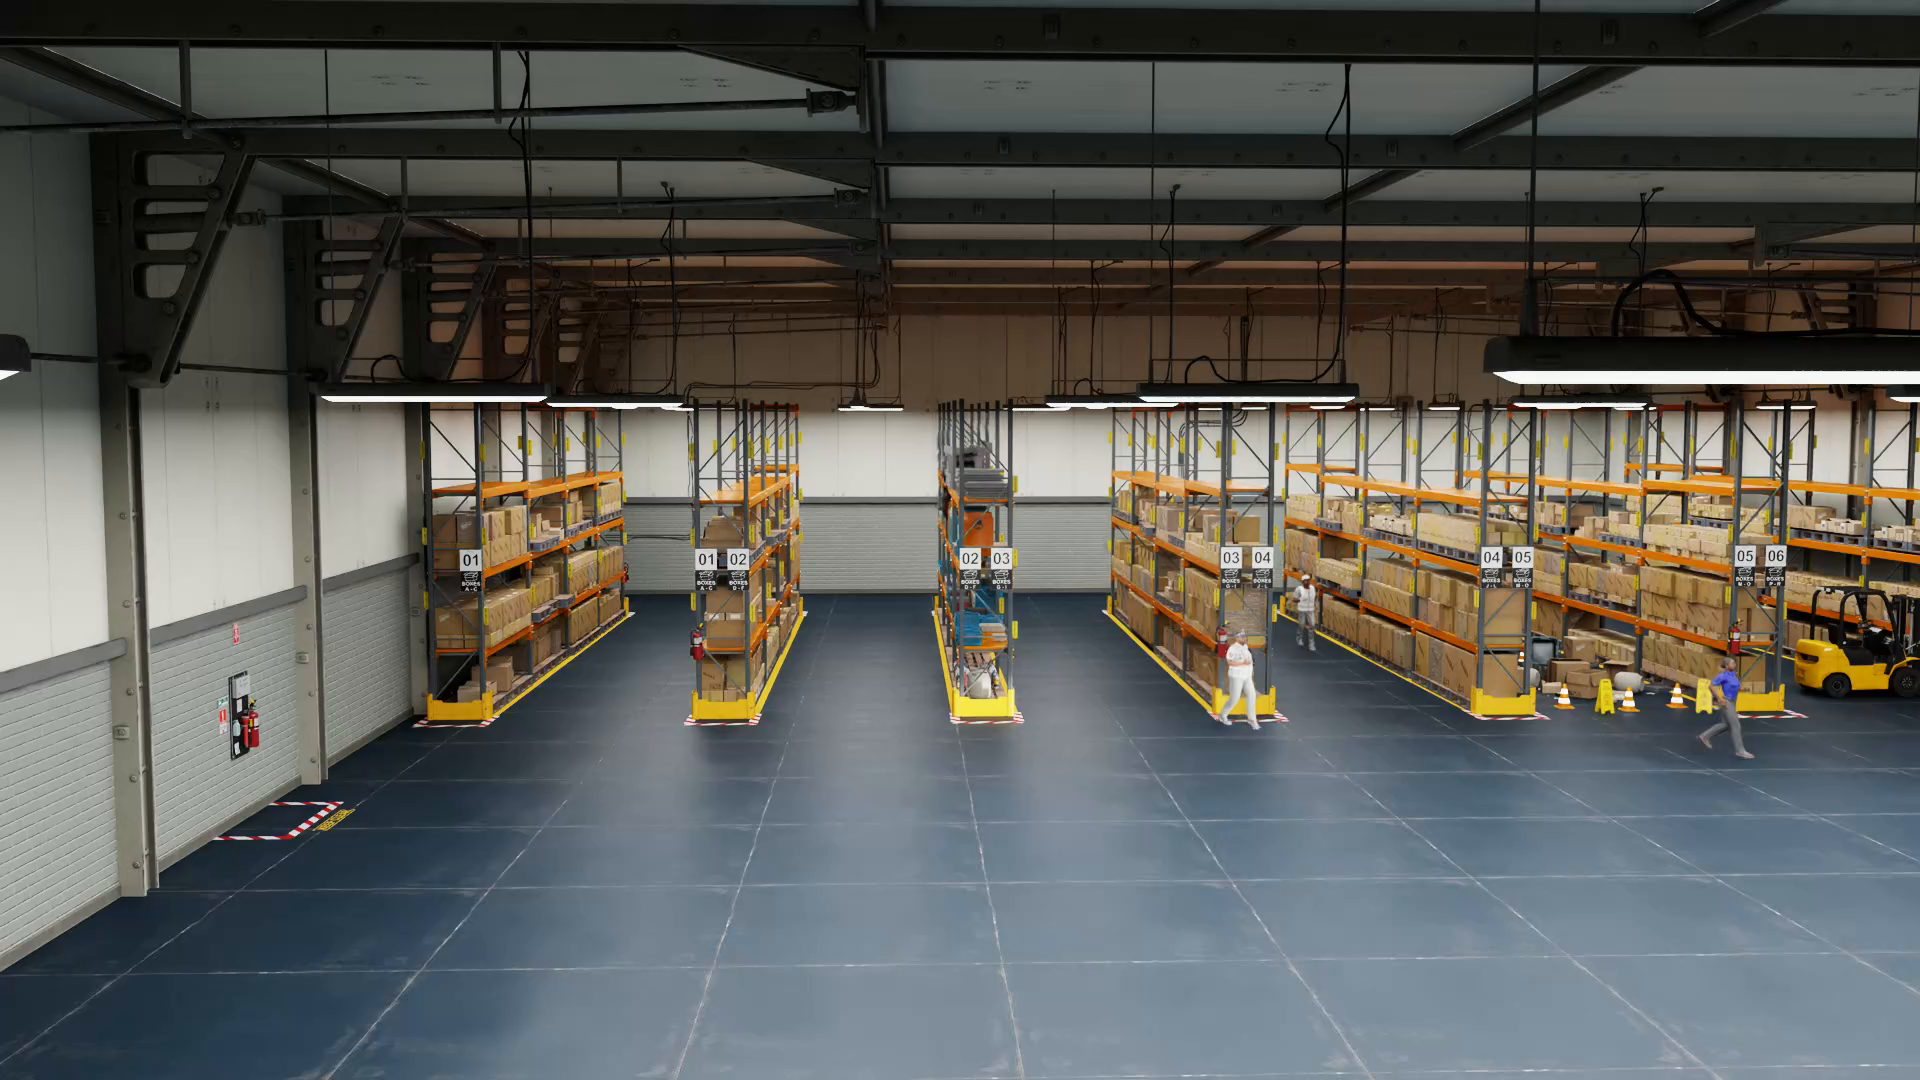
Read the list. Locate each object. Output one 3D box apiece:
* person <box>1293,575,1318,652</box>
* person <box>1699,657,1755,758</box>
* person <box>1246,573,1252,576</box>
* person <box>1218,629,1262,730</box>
[{"bbox_3d":[8.391,1.749,40.372,0.670,1.823,0.863,0,4,-6],"label":"person"},{"bbox_3d":[12.815,2.774,27.772,0.941,1.629,0.579,4,6,43],"label":"person"},{"bbox_3d":[8.043,1.334,47.067,0.668,1.605,0.630,0,4,6],"label":"person"},{"bbox_3d":[5.096,2.526,30.328,0.658,1.842,0.814,-4,6,-43],"label":"person"}]
